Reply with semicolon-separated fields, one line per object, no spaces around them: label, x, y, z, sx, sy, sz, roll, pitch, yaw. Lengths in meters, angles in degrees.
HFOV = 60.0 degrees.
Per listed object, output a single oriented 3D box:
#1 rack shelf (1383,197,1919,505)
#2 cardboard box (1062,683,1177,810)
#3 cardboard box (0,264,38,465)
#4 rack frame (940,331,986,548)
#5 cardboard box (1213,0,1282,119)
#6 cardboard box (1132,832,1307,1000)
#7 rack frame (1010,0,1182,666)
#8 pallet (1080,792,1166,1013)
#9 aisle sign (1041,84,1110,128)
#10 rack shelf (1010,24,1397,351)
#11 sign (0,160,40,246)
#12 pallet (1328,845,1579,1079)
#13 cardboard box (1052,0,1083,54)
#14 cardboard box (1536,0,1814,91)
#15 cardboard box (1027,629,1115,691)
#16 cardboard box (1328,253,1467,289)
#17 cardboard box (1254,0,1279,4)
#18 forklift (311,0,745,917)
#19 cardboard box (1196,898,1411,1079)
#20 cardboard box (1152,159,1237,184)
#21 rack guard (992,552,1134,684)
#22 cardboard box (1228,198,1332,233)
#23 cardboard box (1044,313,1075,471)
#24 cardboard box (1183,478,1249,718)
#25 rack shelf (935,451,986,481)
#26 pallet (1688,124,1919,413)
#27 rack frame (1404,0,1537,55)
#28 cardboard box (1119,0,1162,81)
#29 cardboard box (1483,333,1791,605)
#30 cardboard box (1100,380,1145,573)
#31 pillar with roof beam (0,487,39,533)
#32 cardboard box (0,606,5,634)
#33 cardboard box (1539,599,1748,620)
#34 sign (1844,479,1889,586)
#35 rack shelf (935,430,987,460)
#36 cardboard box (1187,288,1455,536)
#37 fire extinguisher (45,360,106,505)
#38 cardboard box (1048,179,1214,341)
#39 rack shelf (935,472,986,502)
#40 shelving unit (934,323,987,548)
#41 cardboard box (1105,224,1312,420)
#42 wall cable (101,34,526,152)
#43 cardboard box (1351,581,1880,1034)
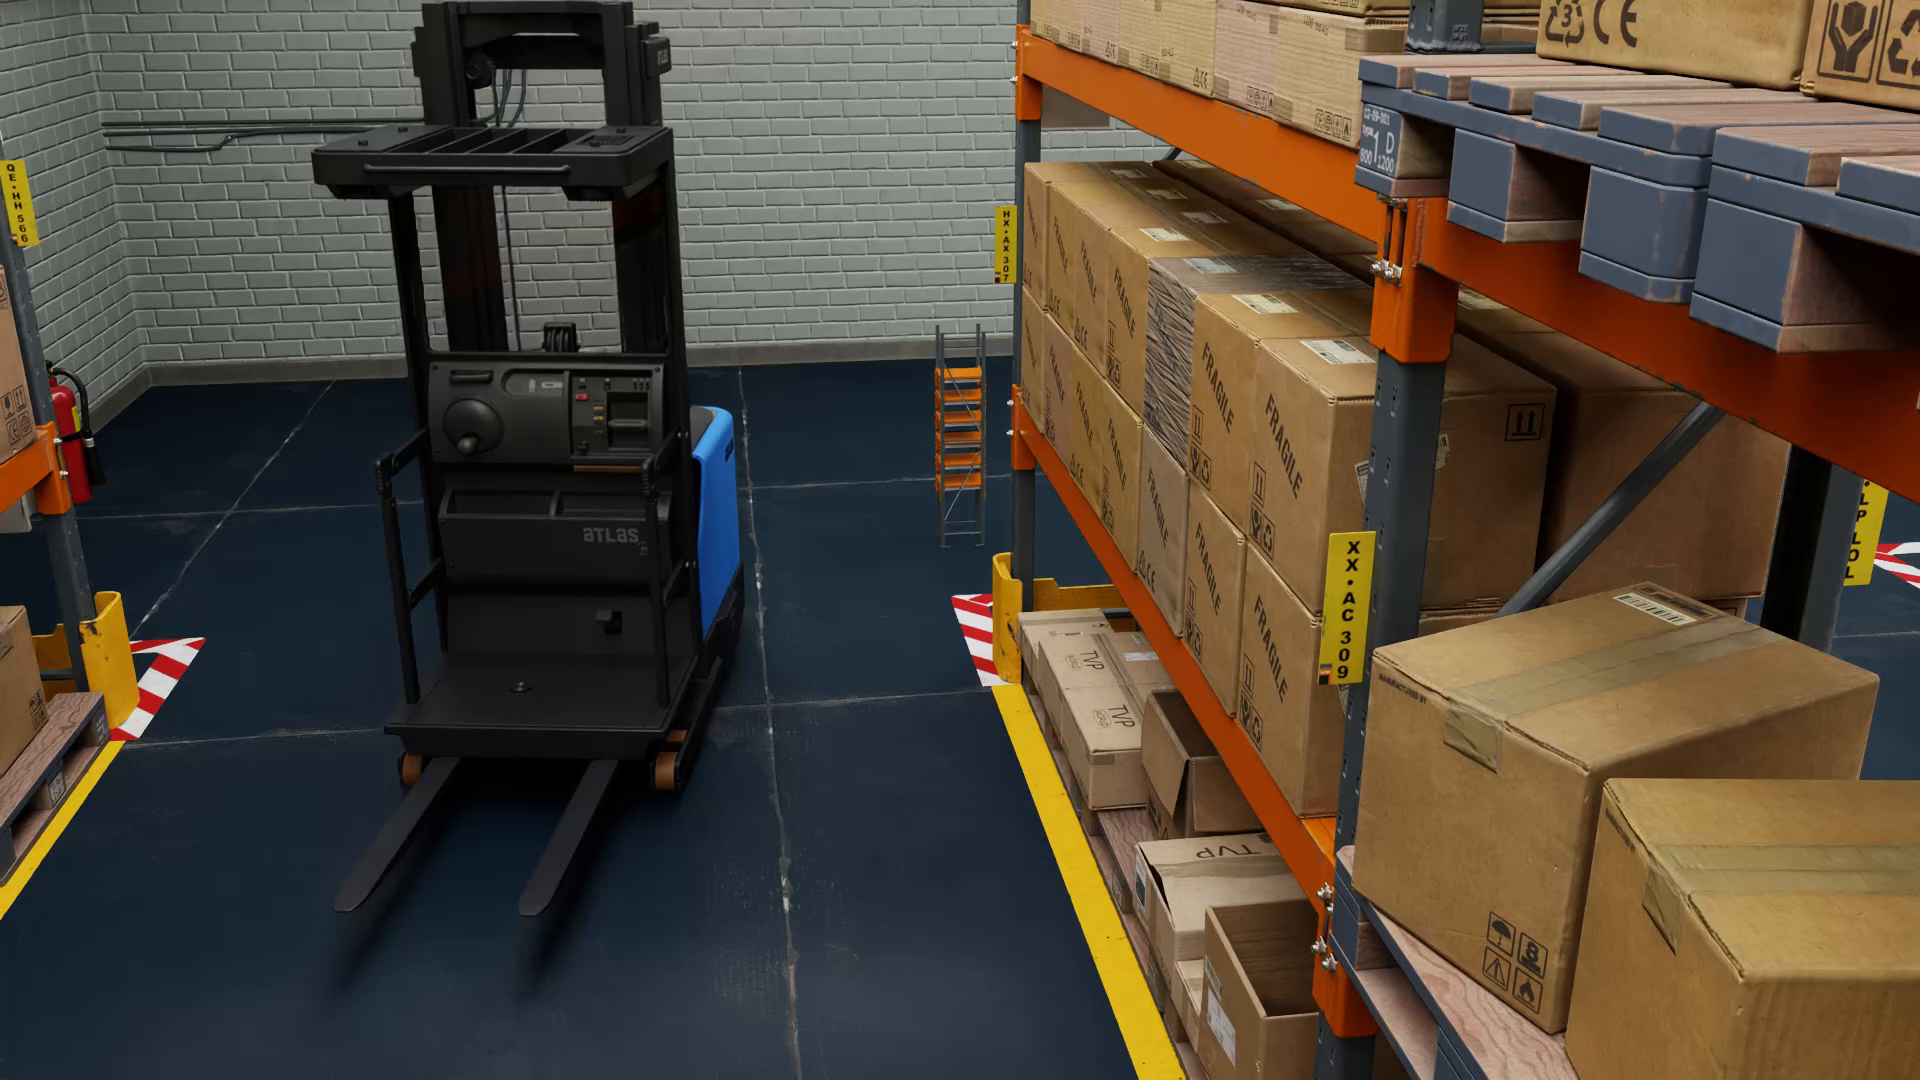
rack shelf;1.599;0.138;1.300;1.077;0.370;4.000;-3;21;-8
cardboard box;0.676;0.760;6.196;0.500;0.250;0.500;-3;21;-8
cardboard box;-4.084;-0.584;6.065;0.980;0.700;0.700;-2;21;-5
rack frame;0.015;-0.525;8.908;0.240;1.200;0.006;-3;21;-8
cardboard box;0.916;-1.150;3.934;0.500;0.250;0.500;-3;21;-8
cardboard box;0.840;1.125;5.132;0.500;0.311;0.500;-3;21;-8
rack frame;0.734;-0.871;7.261;1.000;3.000;0.127;-3;21;-8
pallet;1.034;1.159;5.811;1.003;0.211;1.213;-3;21;-8
aisle sign;0.434;-2.098;6.830;0.394;0.787;0.004;-3;21;-8
rack shelf;1.022;-1.247;5.008;1.077;0.370;4.000;-3;21;-8
sign;-3.628;-1.296;6.405;0.100;0.325;0.005;-3;21;-8
pallet;1.318;0.886;2.831;1.003;0.211;1.213;-3;21;-8
cardboard box;0.616;-1.842;5.787;0.500;0.250;0.500;-3;21;-8
cardboard box;1.310;-1.004;2.443;0.600;0.600;0.600;-5;21;-13
cardboard box;0.490;0.499;7.014;0.380;0.166;0.250;-3;21;-8
cardboard box;1.373;-0.535;4.790;0.500;0.500;0.500;-4;21;-9
cardboard box;0.903;-1.383;3.845;0.500;0.250;0.500;-3;21;-8
forklift;-1.632;-0.491;6.342;1.130;2.935;3.031;1;20;2
cardboard box;0.948;1.296;4.404;0.500;0.500;0.500;-3;21;-8
cardboard box;1.070;-1.246;6.693;0.500;0.500;0.500;-3;21;-8
rack guard;0.745;0.326;7.628;1.175;0.500;0.348;-3;21;-8
cardboard box;1.223;-0.892;5.745;0.500;0.500;0.500;-2;21;-6
cardboard box;0.617;-0.573;6.319;0.500;0.500;0.500;-3;21;-8
cardboard box;0.909;0.128;4.442;0.500;0.500;0.500;-2;21;-6
rack shelf;0.002;-0.403;9.050;0.258;0.103;0.180;-3;21;-8
pallet;1.488;-0.215;1.486;1.213;0.211;1.003;-3;21;-8
rack frame;1.311;-2.297;2.504;1.000;3.000;0.127;-3;21;-8
cardboard box;0.768;-1.496;4.861;0.500;0.250;0.500;-3;21;-8
cardboard box;1.521;-0.179;3.836;0.500;0.500;0.500;-2;21;-6
cardboard box;0.757;-0.226;5.390;0.500;0.500;0.500;-3;21;-7
pillar with roof beam;-1.152;-4.539;8.507;9.100;9.000;0.400;-3;21;-8
cardboard box;-3.769;0.323;6.109;0.380;0.149;0.250;-3;21;-8
cardboard box;1.507;0.277;4.045;0.500;0.500;0.500;-2;21;-6
sign;1.859;-0.058;3.429;0.100;0.325;0.005;-3;21;-8
rack shelf;0.002;-0.515;9.008;0.258;0.103;0.180;-3;21;-8
cardboard box;0.905;-0.341;4.269;0.500;0.500;0.500;-3;21;-9
fire extinguisher;-3.732;-0.485;6.870;0.296;0.674;0.183;-3;21;-8
cardboard box;0.620;-1.039;6.138;0.500;0.500;0.500;-3;21;-7
rack shelf;0.002;-0.291;9.092;0.258;0.103;0.180;-3;21;-8
shelving unit;0.002;-0.557;8.993;0.258;1.200;0.189;-3;21;-8
cardboard box;0.761;-0.689;5.203;0.500;0.500;0.500;-3;21;-8
wall cable;-4.629;-3.952;11.374;3.097;2.526;0.112;-3;21;-8
cardboard box;1.158;0.446;2.993;0.700;0.500;0.500;-10;23;-26
